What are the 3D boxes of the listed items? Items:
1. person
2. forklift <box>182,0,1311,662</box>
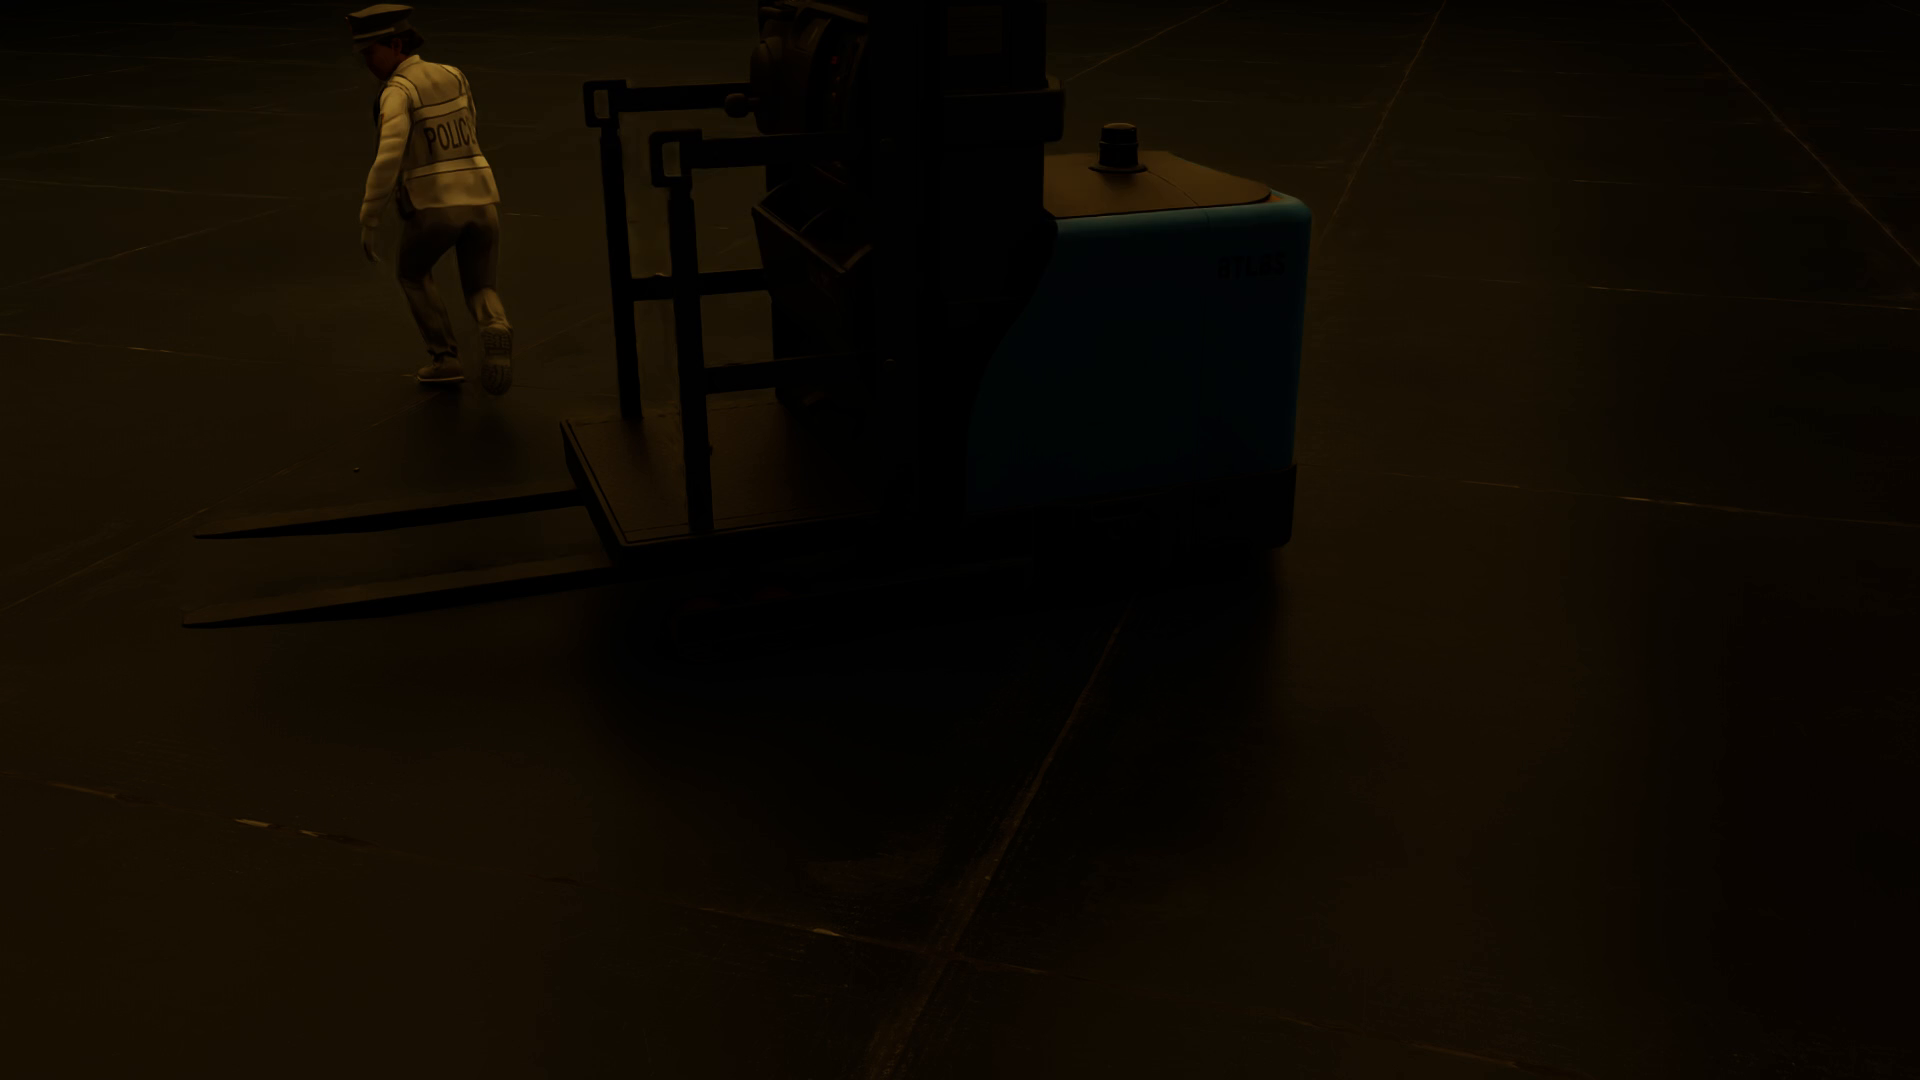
[{"bbox_3d":[-1.995,-1.264,6.307,0.635,1.456,0.666,-21,30,-41],"label":"person"},{"bbox_3d":[-0.587,-1.263,4.338,3.031,2.935,1.130,-8,24,-19],"label":"forklift"}]
